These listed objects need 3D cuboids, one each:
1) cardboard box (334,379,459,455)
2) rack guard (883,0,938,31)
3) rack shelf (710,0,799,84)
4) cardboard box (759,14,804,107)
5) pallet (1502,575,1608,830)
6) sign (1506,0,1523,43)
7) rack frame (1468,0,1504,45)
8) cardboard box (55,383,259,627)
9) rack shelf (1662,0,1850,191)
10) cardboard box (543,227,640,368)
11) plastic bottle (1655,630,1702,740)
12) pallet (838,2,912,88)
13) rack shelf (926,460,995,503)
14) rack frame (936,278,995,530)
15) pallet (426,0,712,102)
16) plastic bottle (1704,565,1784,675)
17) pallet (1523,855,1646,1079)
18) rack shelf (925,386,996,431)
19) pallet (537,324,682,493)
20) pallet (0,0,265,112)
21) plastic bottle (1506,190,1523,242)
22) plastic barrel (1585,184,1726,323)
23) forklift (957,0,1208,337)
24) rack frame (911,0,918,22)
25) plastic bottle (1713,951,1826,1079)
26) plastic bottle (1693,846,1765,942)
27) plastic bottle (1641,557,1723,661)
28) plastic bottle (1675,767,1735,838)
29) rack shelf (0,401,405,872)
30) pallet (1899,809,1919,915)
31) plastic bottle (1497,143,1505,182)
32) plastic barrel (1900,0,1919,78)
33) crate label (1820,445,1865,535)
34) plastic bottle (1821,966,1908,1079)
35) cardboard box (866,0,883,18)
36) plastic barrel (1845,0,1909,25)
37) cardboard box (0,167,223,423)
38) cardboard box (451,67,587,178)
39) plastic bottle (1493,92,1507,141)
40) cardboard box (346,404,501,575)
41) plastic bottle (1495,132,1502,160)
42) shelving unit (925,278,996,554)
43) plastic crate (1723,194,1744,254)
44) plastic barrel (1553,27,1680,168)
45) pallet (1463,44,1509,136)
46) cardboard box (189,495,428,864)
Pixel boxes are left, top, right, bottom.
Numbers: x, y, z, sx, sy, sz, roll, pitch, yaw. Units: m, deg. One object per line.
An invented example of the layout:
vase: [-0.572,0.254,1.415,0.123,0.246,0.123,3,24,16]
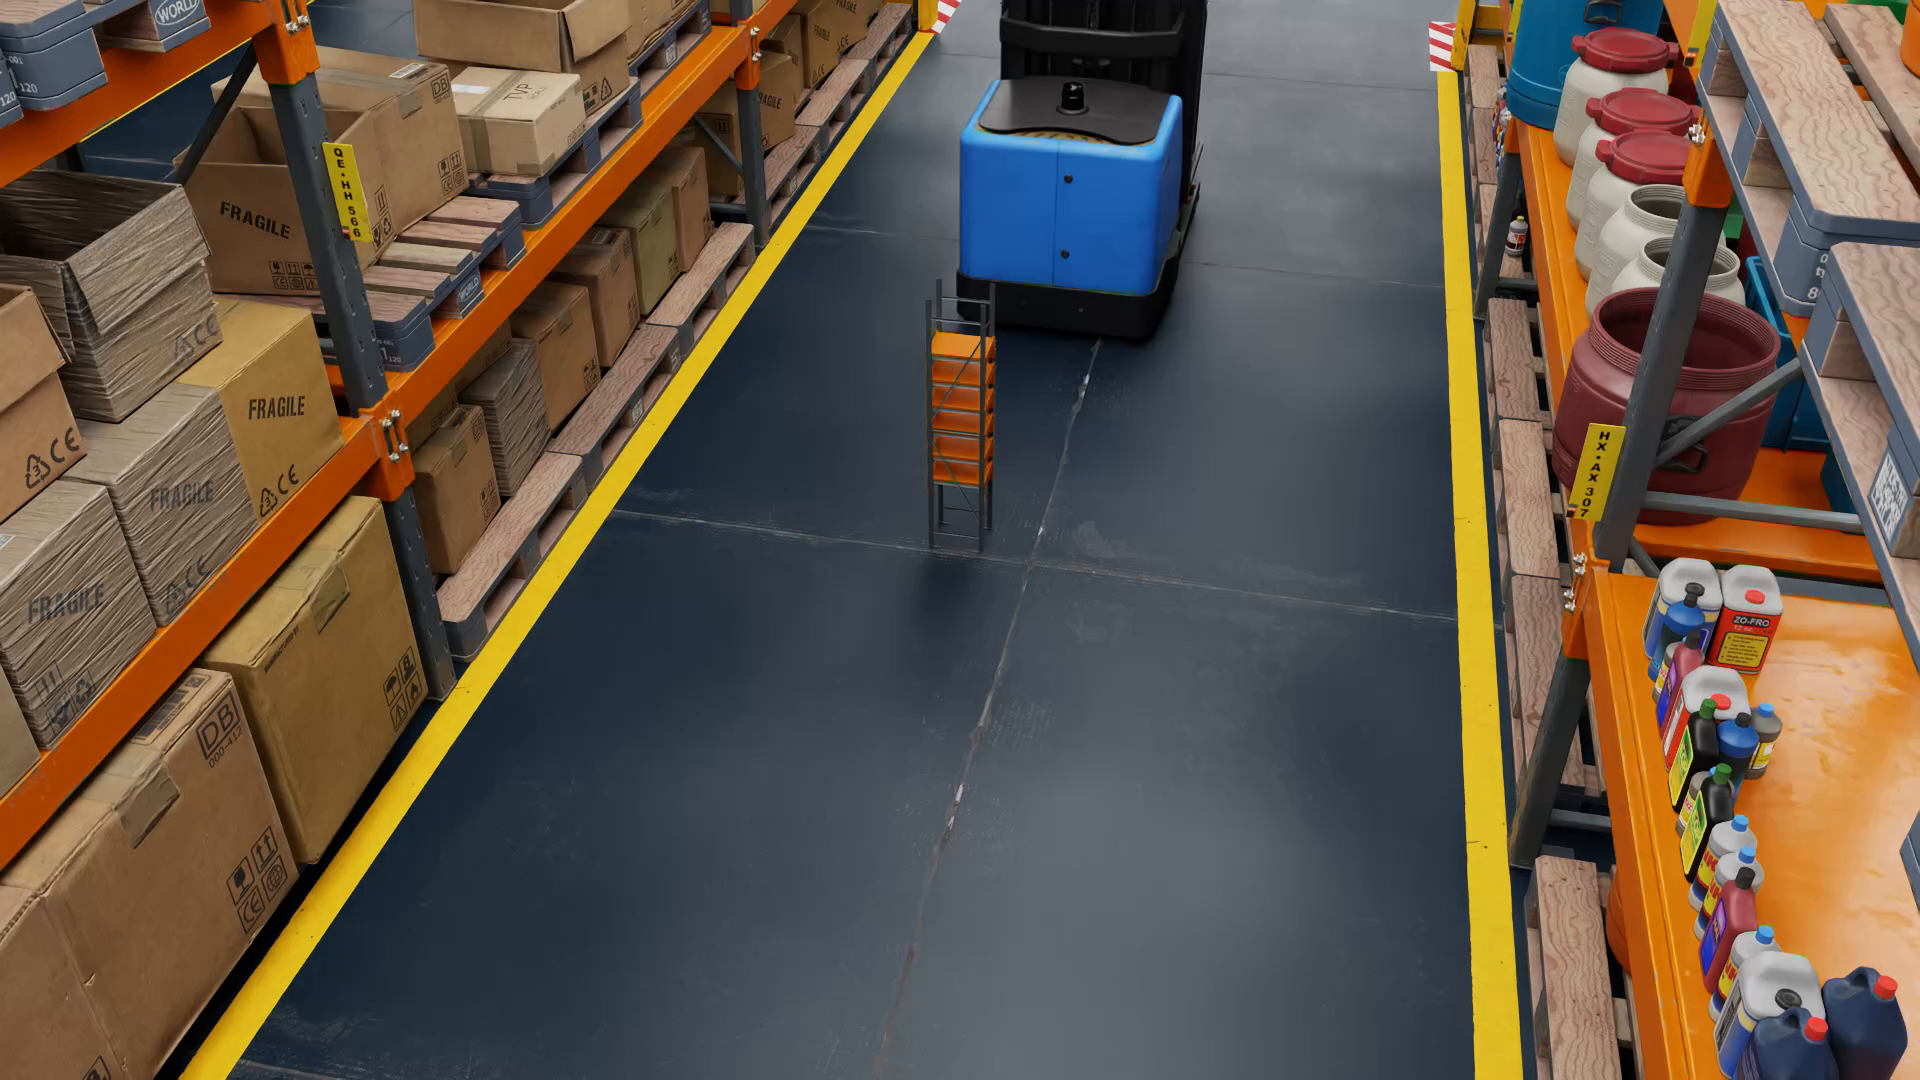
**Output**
cardboard box: [-2.344,-0.541,6.557,0.500,0.250,0.500,9,37,12]
rack guard: [-0.765,-4.215,12.639,1.175,0.500,0.348,7,37,10]
rack shelf: [-1.176,-3.832,10.595,1.077,0.370,4.000,7,37,10]
cardboard box: [-1.308,-3.054,10.680,0.500,0.500,0.500,4,36,6]
pallet: [2.585,0.627,6.205,1.003,0.211,1.213,7,37,10]
sign: [2.700,-2.544,7.968,0.100,0.325,0.005,7,37,10]
rack frame: [4.090,-4.649,11.109,1.000,3.000,0.127,7,37,10]
cardboard box: [-2.433,-0.125,4.782,0.500,0.500,0.500,7,37,10]
rack shelf: [2.808,-2.133,5.694,1.077,0.370,4.000,7,37,10]
cardboard box: [-1.995,-1.202,8.107,0.700,0.500,0.500,4,36,6]
plastic bottle: [1.858,0.375,4.277,0.061,0.283,0.133,7,37,10]
pallet: [-0.973,-3.636,12.087,1.003,0.211,1.213,7,37,10]
rack shelf: [0.003,-0.264,7.076,0.258,0.103,0.180,7,37,10]
rack frame: [0.023,-0.547,6.982,0.240,1.200,0.006,7,37,10]
pallet: [-1.908,-2.479,8.278,1.003,0.211,1.213,7,37,10]
plastic bottle: [2.122,0.214,4.505,0.152,0.276,0.135,7,37,10]
pallet: [2.254,1.523,4.968,1.003,0.211,1.213,7,37,10]
rack shelf: [0.003,-0.555,6.865,0.258,0.103,0.180,7,37,10]
pallet: [-2.026,-0.700,8.036,1.003,0.211,1.213,7,37,10]
pallet: [-2.543,-1.446,4.294,1.213,0.211,1.003,9,37,12]
plastic bottle: [3.016,-1.752,9.051,0.061,0.283,0.133,9,37,12]
plastic barrel: [2.482,-0.966,5.932,0.421,0.512,0.421,0,36,0]
forklift: [0.821,-3.094,9.021,1.130,2.935,3.031,8,37,11]
rack frame: [-0.749,-5.270,11.966,1.000,3.000,0.127,7,37,10]
plastic bottle: [1.677,0.990,3.434,0.152,0.276,0.135,7,37,10]
plastic bottle: [1.724,0.790,3.714,0.097,0.271,0.097,0,36,0]
plastic bottle: [1.973,0.195,4.531,0.152,0.276,0.135,7,37,10]
plastic bottle: [1.794,0.630,3.994,0.097,0.201,0.097,0,36,0]
rack shelf: [-2.885,0.754,4.267,1.077,0.370,4.000,7,37,10]
pallet: [1.599,0.630,1.429,1.213,0.211,1.003,7,37,10]
plastic bottle: [3.240,-2.225,9.710,0.152,0.276,0.135,8,37,11]
plastic barrel: [2.257,-1.296,3.203,0.600,0.830,0.708,7,37,10]
crate label: [2.837,-0.190,5.098,0.303,0.233,0.416,7,37,10]
plastic bottle: [1.816,0.993,3.366,0.144,0.351,0.185,7,37,10]
cardboard box: [-0.898,-4.072,12.085,0.500,0.500,0.500,14,38,19]
plastic barrel: [2.384,-1.363,4.150,0.294,0.245,0.294,0,36,0]
cardboard box: [-2.629,-0.713,4.738,0.797,0.503,0.637,9,37,12]
cardboard box: [-1.875,-1.725,6.844,0.500,0.250,0.500,6,36,9]
plastic bottle: [3.332,-2.600,10.221,0.061,0.283,0.133,8,37,11]
cardboard box: [-2.334,-0.236,6.775,0.700,0.500,0.500,5,36,8]
plastic bottle: [3.283,-2.384,9.992,0.097,0.201,0.097,0,36,0]
shelving unit: [0.003,-0.494,6.909,0.258,1.200,0.189,7,37,10]
plastic crate: [3.139,-1.237,6.581,0.450,0.188,0.662,7,37,10]
plastic barrel: [2.817,-1.890,7.186,0.433,0.535,0.433,0,36,0]
pallet: [3.941,-3.006,11.217,1.003,0.211,1.213,7,37,10]
cardboard box: [-2.625,0.399,5.596,1.225,0.875,0.875,6,36,8]
